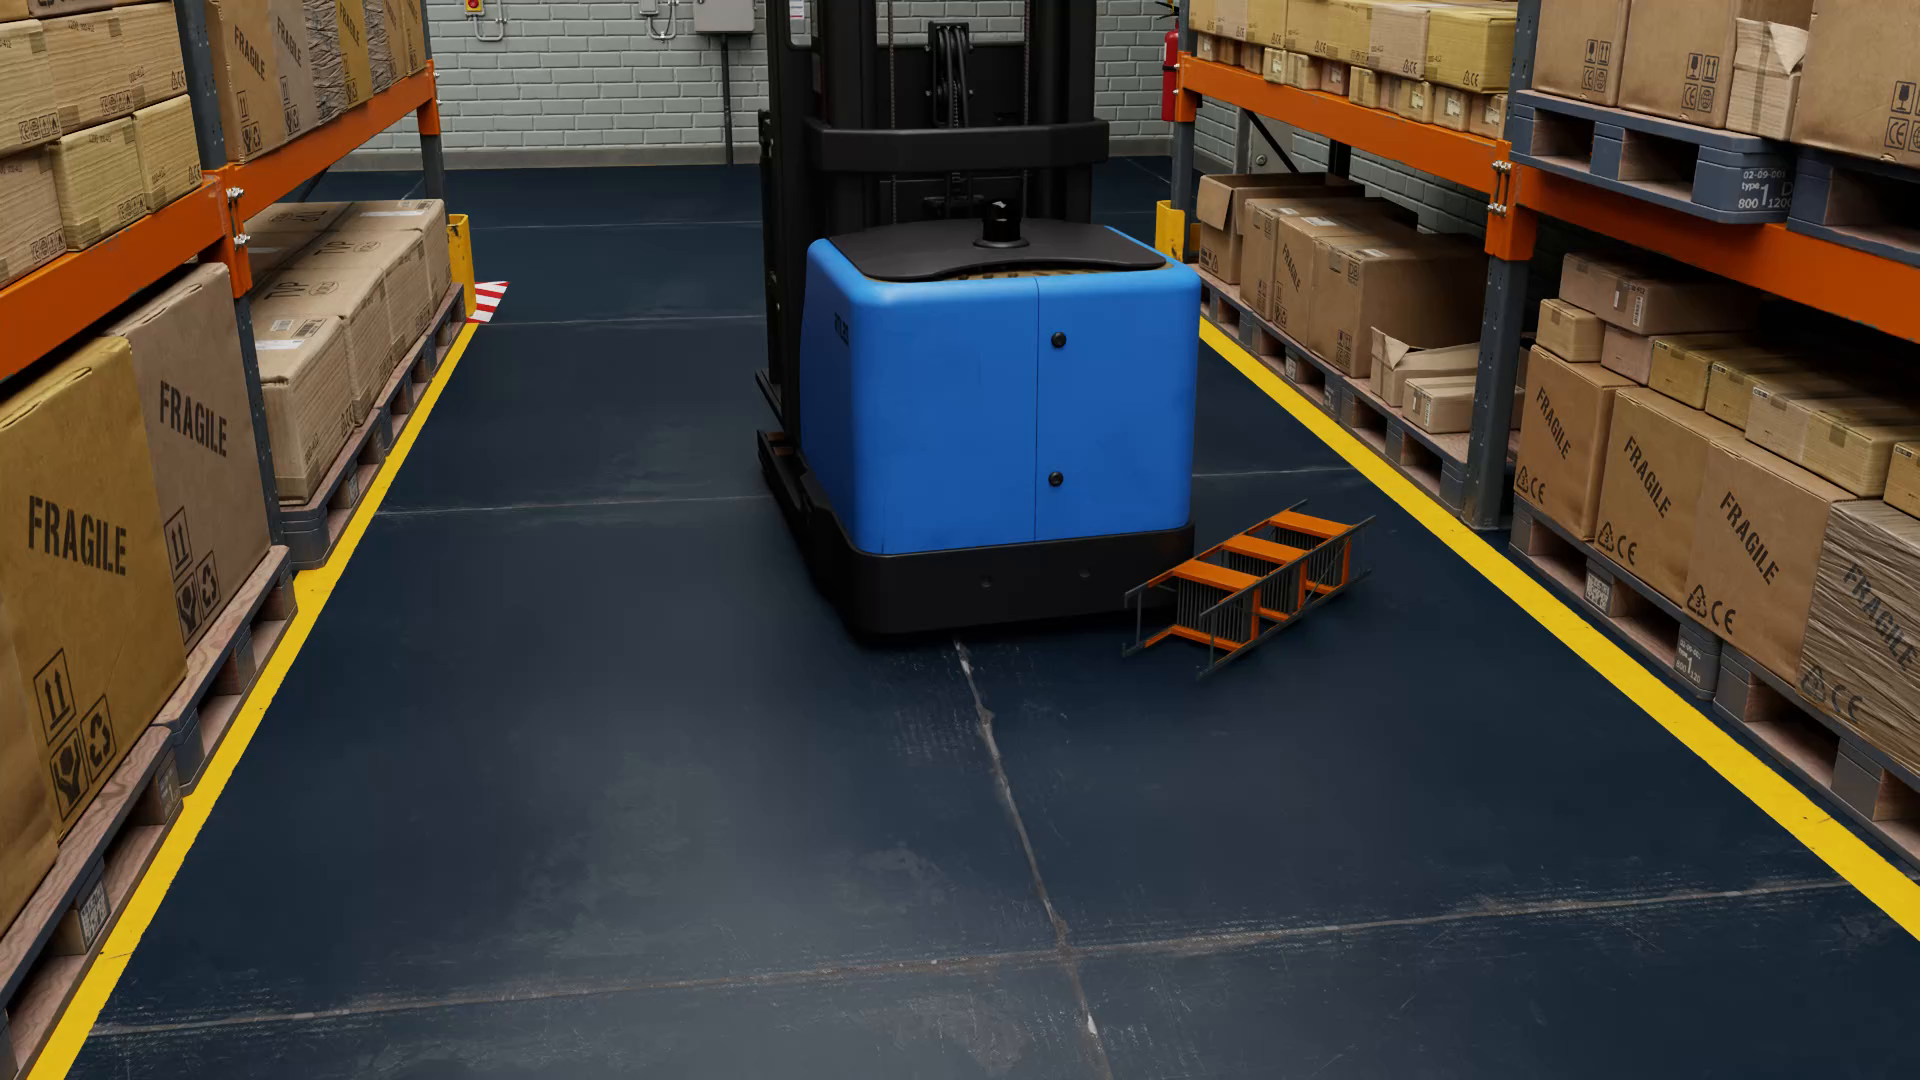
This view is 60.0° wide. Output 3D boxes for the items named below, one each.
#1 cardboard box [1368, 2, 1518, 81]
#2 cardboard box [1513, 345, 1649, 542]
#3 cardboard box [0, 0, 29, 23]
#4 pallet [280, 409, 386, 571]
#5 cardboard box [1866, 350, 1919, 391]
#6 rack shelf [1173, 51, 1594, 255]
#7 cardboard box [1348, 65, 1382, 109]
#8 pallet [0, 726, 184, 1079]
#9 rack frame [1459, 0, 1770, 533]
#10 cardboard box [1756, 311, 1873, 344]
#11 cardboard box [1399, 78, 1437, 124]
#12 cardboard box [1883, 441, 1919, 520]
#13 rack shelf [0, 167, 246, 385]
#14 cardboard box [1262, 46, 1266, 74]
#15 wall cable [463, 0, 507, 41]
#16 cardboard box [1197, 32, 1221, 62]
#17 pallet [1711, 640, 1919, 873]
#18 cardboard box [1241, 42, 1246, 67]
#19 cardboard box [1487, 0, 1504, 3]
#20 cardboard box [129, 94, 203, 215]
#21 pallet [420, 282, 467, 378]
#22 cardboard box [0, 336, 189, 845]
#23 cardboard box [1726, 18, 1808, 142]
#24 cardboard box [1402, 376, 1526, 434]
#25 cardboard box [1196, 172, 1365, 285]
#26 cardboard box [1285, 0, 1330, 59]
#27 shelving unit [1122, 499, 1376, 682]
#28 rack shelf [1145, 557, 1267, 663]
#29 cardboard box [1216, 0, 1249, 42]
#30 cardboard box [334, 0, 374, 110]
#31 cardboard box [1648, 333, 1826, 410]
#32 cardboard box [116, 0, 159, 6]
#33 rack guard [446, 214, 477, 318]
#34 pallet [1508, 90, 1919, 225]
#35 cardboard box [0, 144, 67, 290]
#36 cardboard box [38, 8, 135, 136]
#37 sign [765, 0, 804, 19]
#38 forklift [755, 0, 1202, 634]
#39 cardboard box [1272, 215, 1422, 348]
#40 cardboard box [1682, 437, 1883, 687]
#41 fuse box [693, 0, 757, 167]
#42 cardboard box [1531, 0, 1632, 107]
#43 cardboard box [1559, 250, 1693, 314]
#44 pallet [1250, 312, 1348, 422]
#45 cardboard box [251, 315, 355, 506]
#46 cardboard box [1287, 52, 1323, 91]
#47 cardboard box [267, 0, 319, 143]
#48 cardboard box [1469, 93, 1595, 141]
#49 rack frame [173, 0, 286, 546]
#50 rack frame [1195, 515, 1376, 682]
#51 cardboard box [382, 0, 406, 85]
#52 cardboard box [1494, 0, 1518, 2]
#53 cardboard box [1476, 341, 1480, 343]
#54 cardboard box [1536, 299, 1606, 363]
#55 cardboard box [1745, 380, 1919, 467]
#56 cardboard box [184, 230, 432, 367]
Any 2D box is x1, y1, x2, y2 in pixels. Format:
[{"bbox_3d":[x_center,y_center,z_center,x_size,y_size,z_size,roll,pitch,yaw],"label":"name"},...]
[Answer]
[{"bbox_3d":[1.872,-1.881,6.254,0.500,0.250,0.500,-3,21,-8],"label":"cardboard box"},{"bbox_3d":[2.121,-0.322,5.263,0.500,0.500,0.500,-2,21,-5],"label":"cardboard box"},{"bbox_3d":[-2.189,-1.241,3.180,0.500,0.500,0.500,-2,21,-6],"label":"cardboard box"},{"bbox_3d":[-2.670,-0.184,5.908,1.003,0.211,1.213,-3,21,-8],"label":"pallet"},{"bbox_3d":[2.762,-0.430,4.625,0.380,0.149,0.250,-4,21,-10],"label":"cardboard box"},{"bbox_3d":[1.985,-1.830,7.358,1.077,0.370,4.000,-3,21,-8],"label":"rack shelf"},{"bbox_3d":[1.782,-1.812,6.639,0.380,0.149,0.250,-3,21,-9],"label":"cardboard box"},{"bbox_3d":[-2.273,0.770,3.354,1.003,0.211,1.213,-3,21,-8],"label":"pallet"},{"bbox_3d":[2.274,-1.475,5.378,1.000,3.000,0.127,-3,21,-8],"label":"rack frame"},{"bbox_3d":[2.655,-0.601,5.083,0.380,0.149,0.250,-3,21,-8],"label":"cardboard box"},{"bbox_3d":[1.857,-1.633,6.159,0.380,0.149,0.250,-2,21,-6],"label":"cardboard box"},{"bbox_3d":[2.380,-0.126,3.812,0.380,0.149,0.250,-3,21,-8],"label":"cardboard box"},{"bbox_3d":[-2.349,-0.194,2.976,1.077,0.370,4.000,-3,21,-8],"label":"rack shelf"},{"bbox_3d":[1.647,-2.257,7.832,0.380,0.149,0.250,-3,21,-7],"label":"cardboard box"},{"bbox_3d":[-4.050,-5.050,13.453,0.585,1.953,0.123,-3,21,-8],"label":"wall cable"},{"bbox_3d":[1.473,-2.614,8.788,0.380,0.149,0.250,-3,21,-8],"label":"cardboard box"},{"bbox_3d":[2.607,0.534,3.984,1.003,0.211,1.213,-3,21,-8],"label":"pallet"},{"bbox_3d":[1.628,-2.440,8.320,0.380,0.149,0.250,-3,21,-8],"label":"cardboard box"},{"bbox_3d":[2.318,-2.081,6.790,0.500,0.250,0.500,-2,21,-7],"label":"cardboard box"},{"bbox_3d":[-2.324,-1.010,4.349,0.500,0.250,0.500,-3,21,-9],"label":"cardboard box"},{"bbox_3d":[-3.022,-1.029,8.169,1.003,0.211,1.213,-3,21,-8],"label":"pallet"},{"bbox_3d":[-2.331,0.098,3.602,0.875,0.875,0.875,-2,21,-6],"label":"cardboard box"},{"bbox_3d":[2.094,-1.108,3.988,0.396,0.266,0.258,-2,21,-5],"label":"cardboard box"},{"bbox_3d":[1.903,-0.514,6.280,0.380,0.149,0.250,-4,21,-9],"label":"cardboard box"},{"bbox_3d":[1.691,-1.671,8.869,0.797,0.503,0.637,-4,21,-10],"label":"cardboard box"},{"bbox_3d":[1.740,-2.232,7.195,0.500,0.250,0.500,-3,21,-9],"label":"cardboard box"},{"bbox_3d":[0.894,0.129,5.020,0.252,0.215,1.050,16,26,37],"label":"shelving unit"},{"bbox_3d":[0.711,0.207,4.811,0.240,0.215,0.259,16,26,37],"label":"rack shelf"},{"bbox_3d":[1.569,-2.584,8.136,0.500,0.250,0.500,-3,21,-7],"label":"cardboard box"},{"bbox_3d":[-2.654,-1.971,6.564,0.500,0.500,0.500,-2,21,-6],"label":"cardboard box"},{"bbox_3d":[2.227,-0.487,4.777,0.380,0.149,0.250,-4,21,-11],"label":"cardboard box"},{"bbox_3d":[-2.325,-1.596,4.132,0.500,0.500,0.500,-2,21,-6],"label":"cardboard box"},{"bbox_3d":[-3.218,-1.446,8.872,1.175,0.500,0.348,-3,21,-8],"label":"rack guard"},{"bbox_3d":[2.281,-1.103,4.656,1.003,0.211,1.213,-3,21,-8],"label":"pallet"},{"bbox_3d":[-2.197,-0.658,3.406,0.500,0.250,0.500,-3,21,-9],"label":"cardboard box"},{"bbox_3d":[-2.254,-1.074,3.805,0.500,0.250,0.500,-2,21,-6],"label":"cardboard box"},{"bbox_3d":[-1.492,-4.667,14.060,0.329,0.494,0.001,-3,21,-8],"label":"sign"},{"bbox_3d":[-0.155,-1.585,5.771,1.130,2.935,3.031,-5,21,-13],"label":"forklift"},{"bbox_3d":[1.753,-1.183,7.569,0.500,0.500,0.500,-3,21,-7],"label":"cardboard box"},{"bbox_3d":[2.275,0.035,4.308,0.500,0.500,0.500,-4,21,-9],"label":"cardboard box"},{"bbox_3d":[-1.951,-4.011,14.010,0.539,1.711,0.414,-3,21,-8],"label":"fuse box"},{"bbox_3d":[2.122,-1.540,4.808,0.700,0.500,0.500,-2,21,-6],"label":"cardboard box"},{"bbox_3d":[2.122,-0.809,5.216,0.380,0.149,0.250,-3,21,-9],"label":"cardboard box"},{"bbox_3d":[1.996,-0.830,7.636,1.003,0.211,1.213,-3,21,-8],"label":"pallet"},{"bbox_3d":[-2.622,-0.443,5.676,0.875,0.438,0.875,-3,21,-9],"label":"cardboard box"},{"bbox_3d":[1.668,-2.076,7.346,0.380,0.149,0.250,-2,21,-7],"label":"cardboard box"},{"bbox_3d":[-2.515,-1.620,5.624,0.500,0.500,0.500,-3,21,-7],"label":"cardboard box"},{"bbox_3d":[1.978,-1.455,5.683,0.380,0.149,0.250,-3,21,-7],"label":"cardboard box"},{"bbox_3d":[-2.638,-1.223,4.704,1.000,3.000,0.127,-3,21,-8],"label":"rack frame"},{"bbox_3d":[0.988,0.156,4.947,0.008,0.200,1.050,16,26,37],"label":"rack frame"},{"bbox_3d":[-2.825,-2.327,7.516,0.500,0.500,0.500,-3,21,-9],"label":"cardboard box"},{"bbox_3d":[2.322,-2.424,6.637,0.500,0.500,0.500,-3,21,-9],"label":"cardboard box"},{"bbox_3d":[2.350,-0.727,6.850,0.380,0.149,0.250,-3,21,-8],"label":"cardboard box"},{"bbox_3d":[2.062,-0.667,5.260,0.380,0.149,0.250,-2,21,-5],"label":"cardboard box"},{"bbox_3d":[2.279,-0.304,4.288,0.380,0.149,0.250,-3,21,-8],"label":"cardboard box"},{"bbox_3d":[-2.880,-1.065,7.341,0.875,0.438,0.875,-2,21,-6],"label":"cardboard box"}]
